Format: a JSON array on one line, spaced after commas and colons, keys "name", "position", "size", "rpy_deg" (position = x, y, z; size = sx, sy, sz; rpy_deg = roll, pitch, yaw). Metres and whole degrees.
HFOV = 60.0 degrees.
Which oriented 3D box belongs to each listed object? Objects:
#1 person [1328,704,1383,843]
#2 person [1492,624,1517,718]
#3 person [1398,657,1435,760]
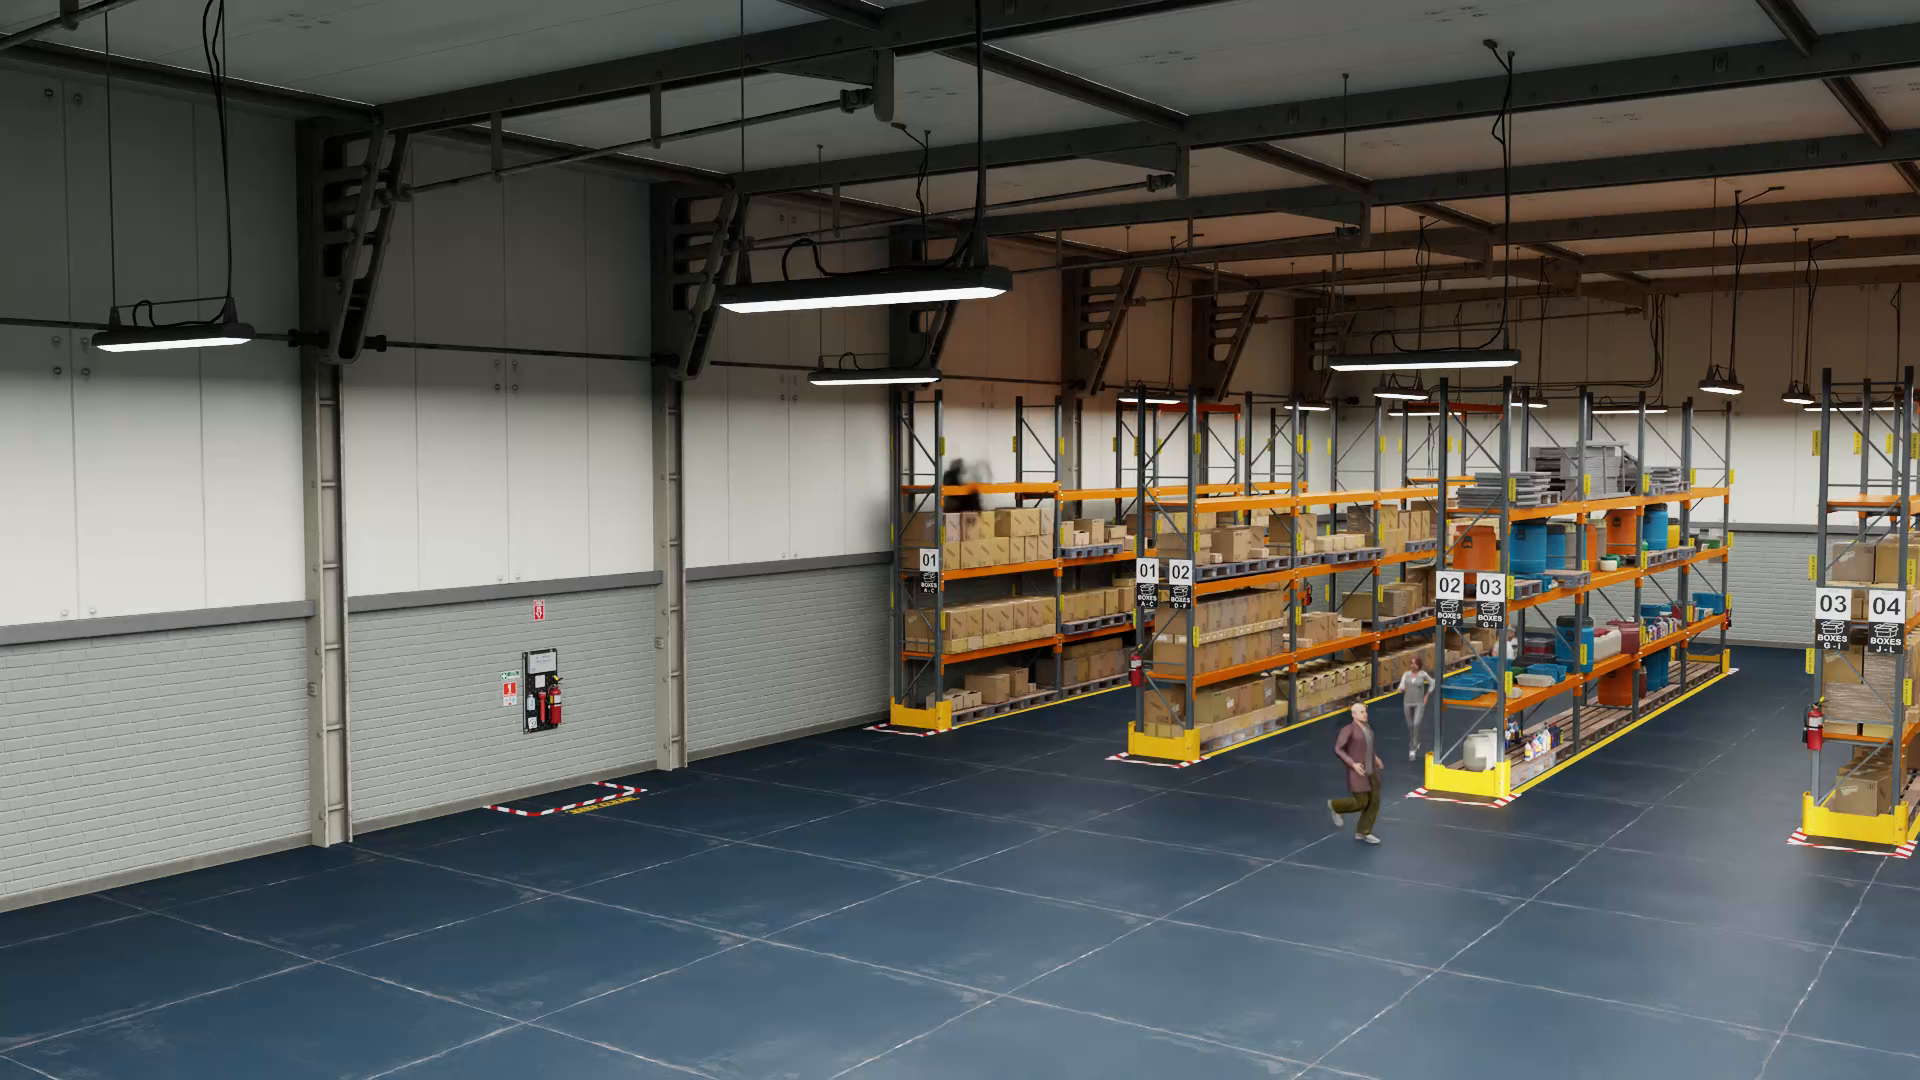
[{"name": "person", "position": [5.060, 2.948, 21.172], "size": [0.711, 1.743, 0.756], "rpy_deg": [-2, 4, -36]}, {"name": "person", "position": [10.091, 2.408, 30.663], "size": [0.657, 1.743, 0.590], "rpy_deg": [2, 4, 32]}, {"name": "person", "position": [7.304, 2.679, 26.713], "size": [0.532, 1.604, 0.798], "rpy_deg": [2, 4, 31]}]
